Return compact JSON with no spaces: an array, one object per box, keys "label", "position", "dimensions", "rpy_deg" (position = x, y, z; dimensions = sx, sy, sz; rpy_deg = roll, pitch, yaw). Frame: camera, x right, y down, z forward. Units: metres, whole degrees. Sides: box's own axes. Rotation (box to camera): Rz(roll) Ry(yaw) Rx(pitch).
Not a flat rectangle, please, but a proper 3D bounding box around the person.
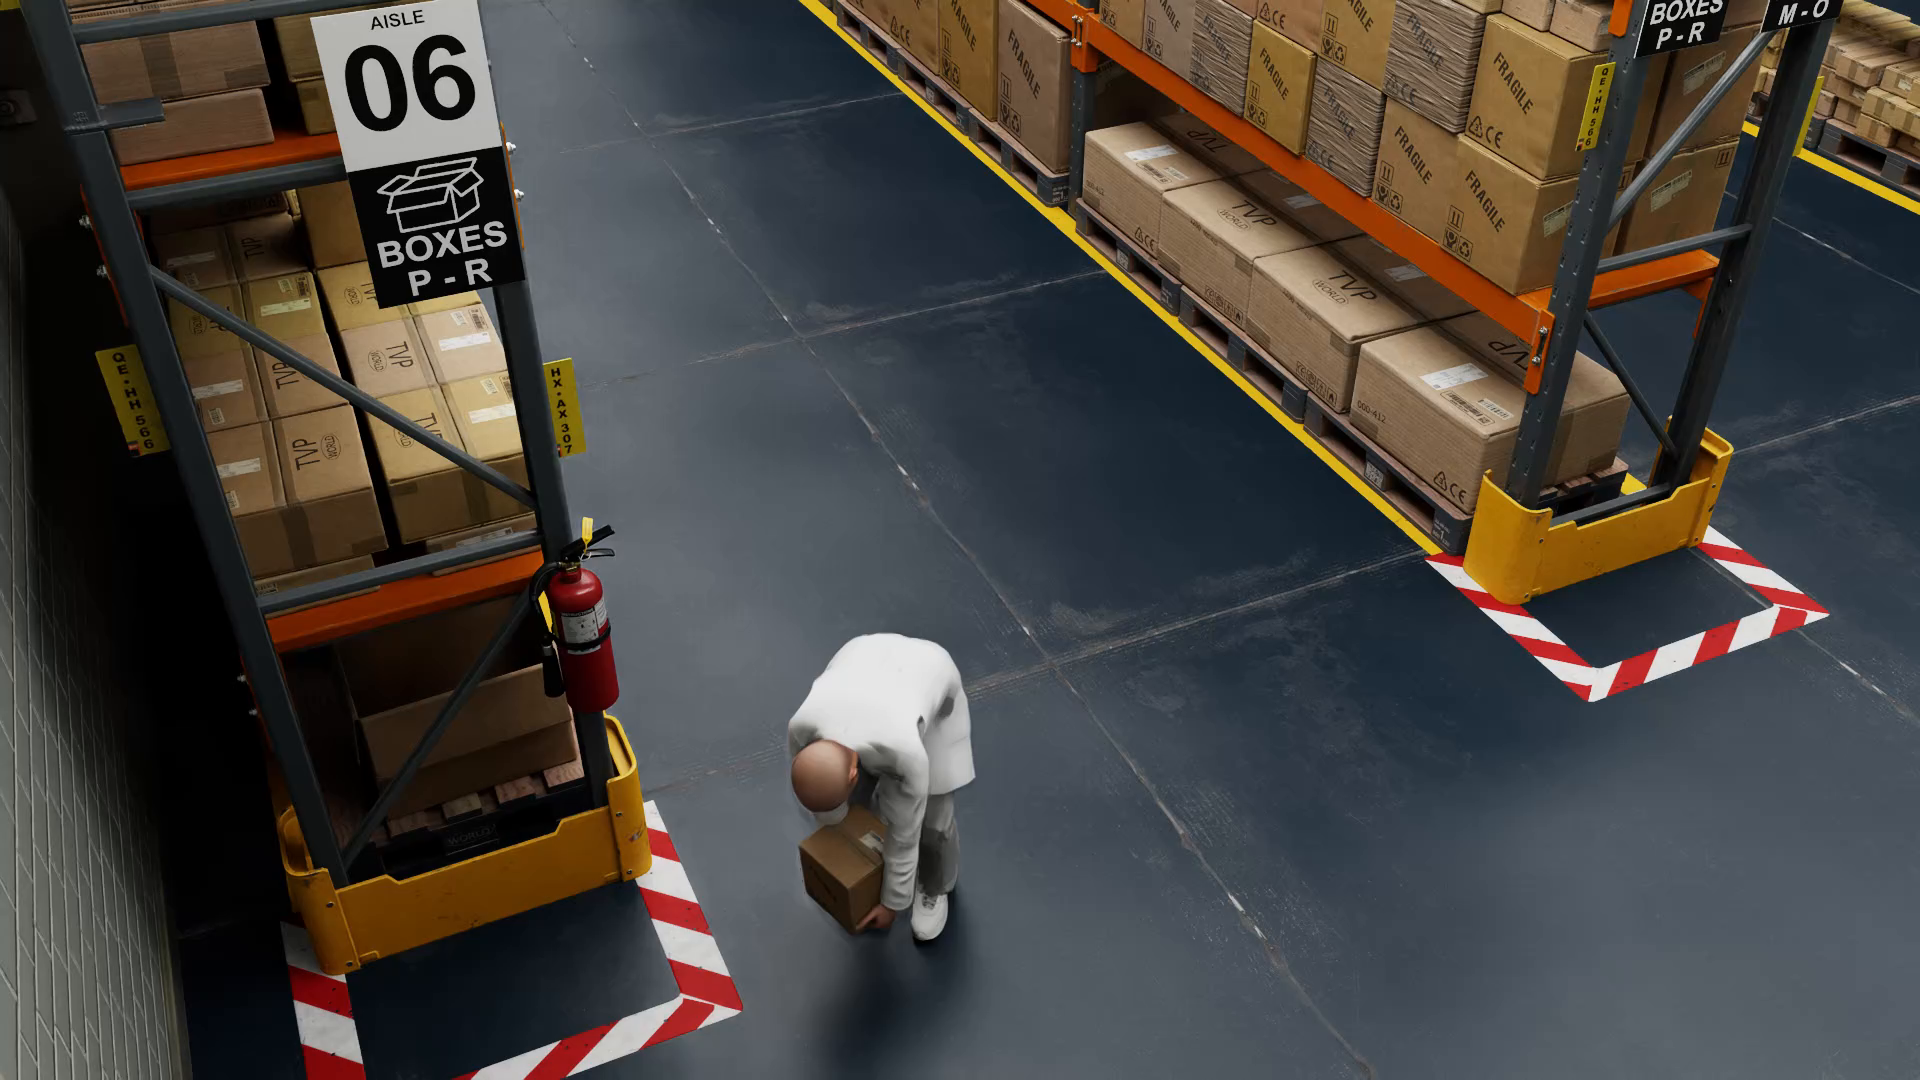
[{"label":"person","position":[-0.282,0.896,5.408],"dimensions":[0.560,1.249,0.931],"rpy_deg":[10,38,14]}]
